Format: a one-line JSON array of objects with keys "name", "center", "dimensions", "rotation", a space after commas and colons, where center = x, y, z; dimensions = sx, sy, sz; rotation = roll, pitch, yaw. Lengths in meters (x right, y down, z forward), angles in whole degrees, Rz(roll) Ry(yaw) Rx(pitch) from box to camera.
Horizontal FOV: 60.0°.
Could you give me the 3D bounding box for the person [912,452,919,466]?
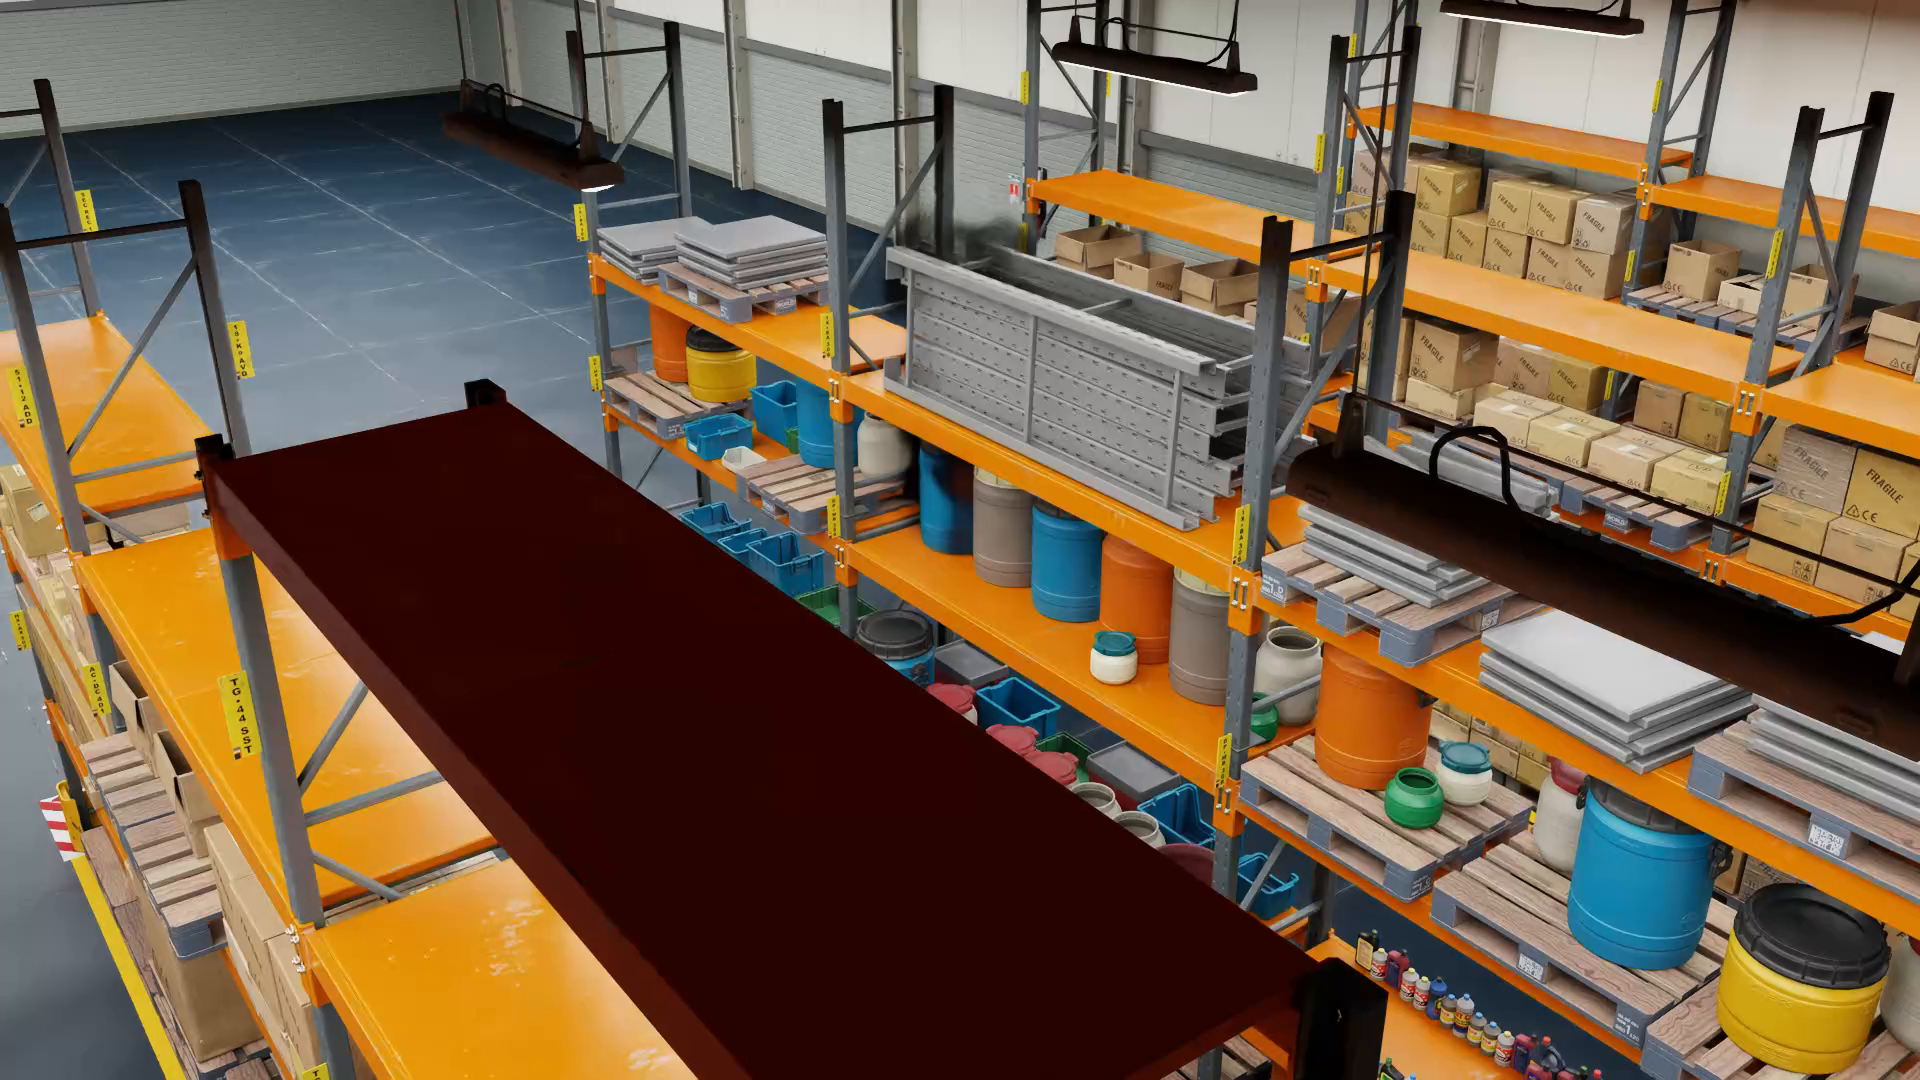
[{"name": "person", "center": [-0.783, -1.354, 19.952], "dimensions": [0.777, 1.724, 0.593], "rotation": [-5, 25, -11]}]
